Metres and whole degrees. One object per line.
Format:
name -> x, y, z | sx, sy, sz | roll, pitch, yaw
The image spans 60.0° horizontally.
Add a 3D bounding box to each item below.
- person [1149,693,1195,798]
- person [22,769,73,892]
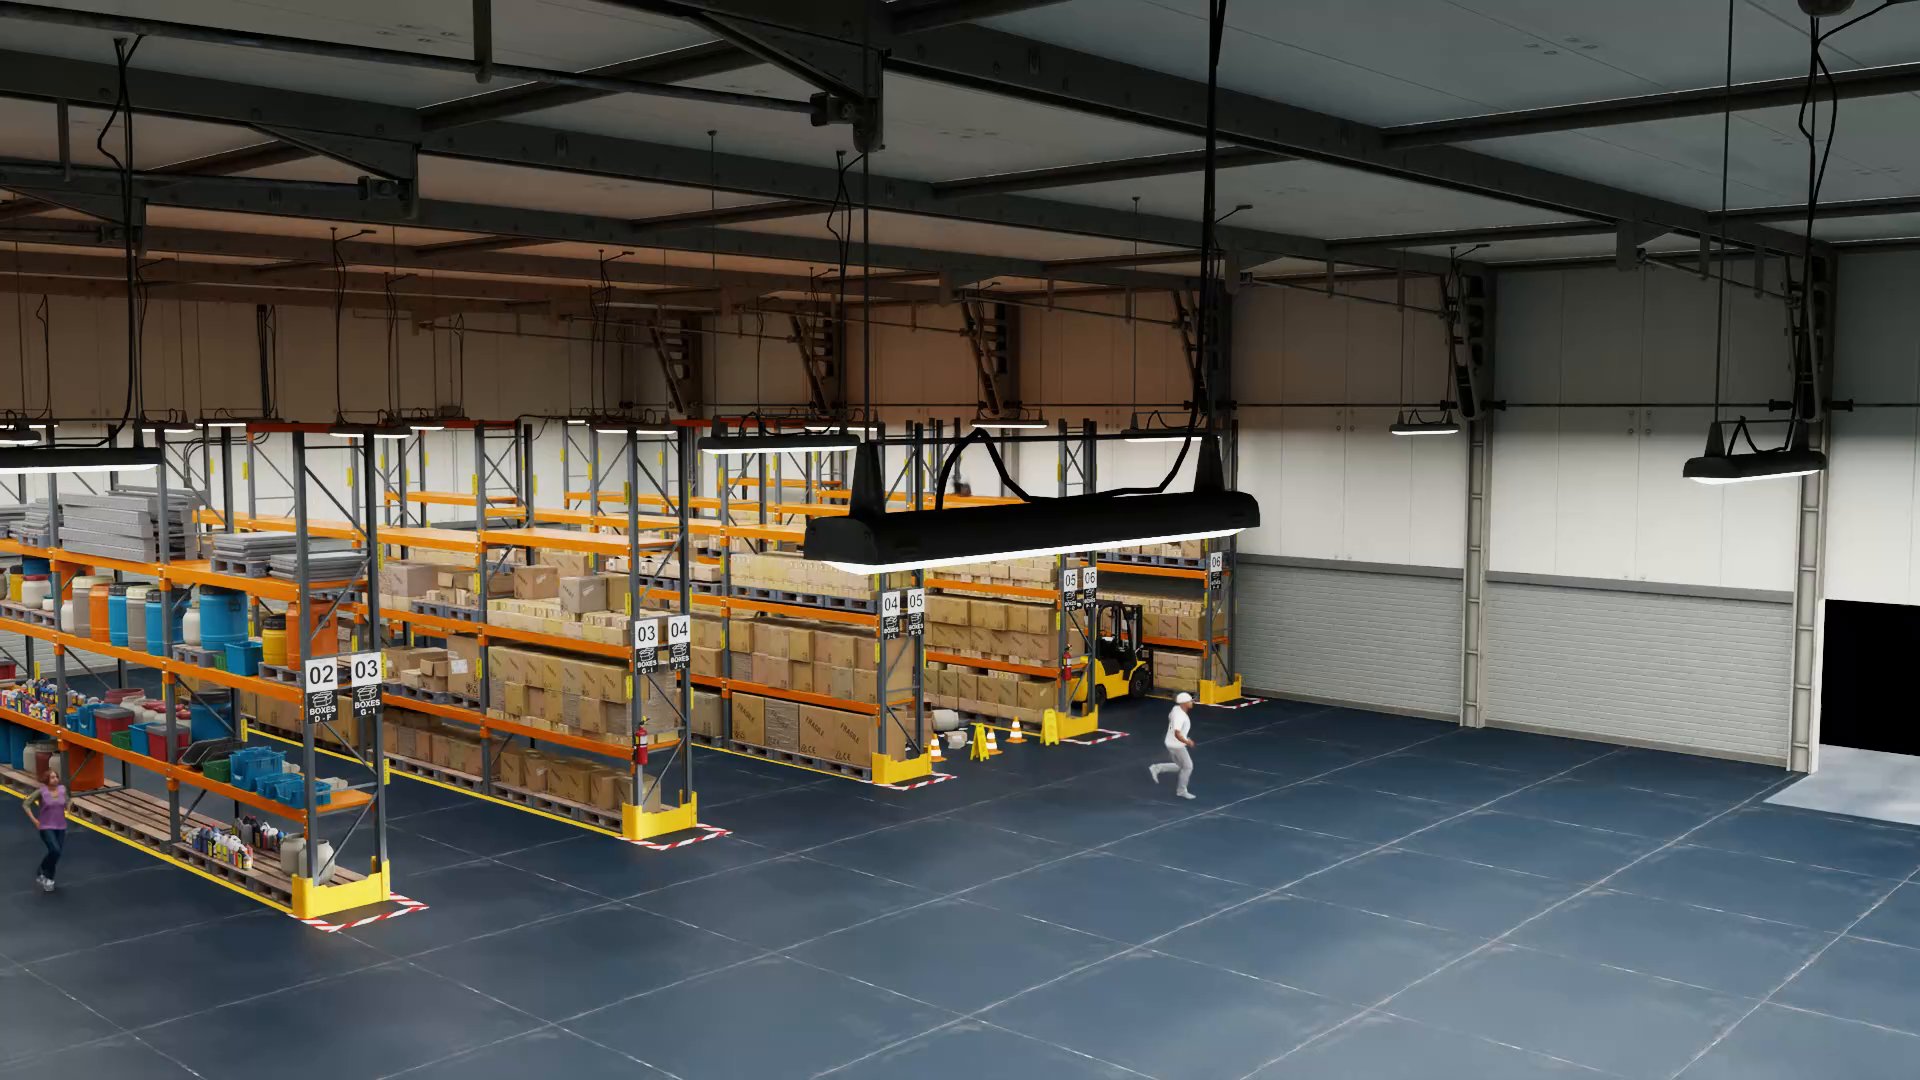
person -> 3.435, 3.310, 26.751 | 0.725, 1.730, 0.726 | 0, 5, -1
person -> -11.840, 3.780, 21.677 | 0.667, 1.568, 0.529 | 3, 5, 31
